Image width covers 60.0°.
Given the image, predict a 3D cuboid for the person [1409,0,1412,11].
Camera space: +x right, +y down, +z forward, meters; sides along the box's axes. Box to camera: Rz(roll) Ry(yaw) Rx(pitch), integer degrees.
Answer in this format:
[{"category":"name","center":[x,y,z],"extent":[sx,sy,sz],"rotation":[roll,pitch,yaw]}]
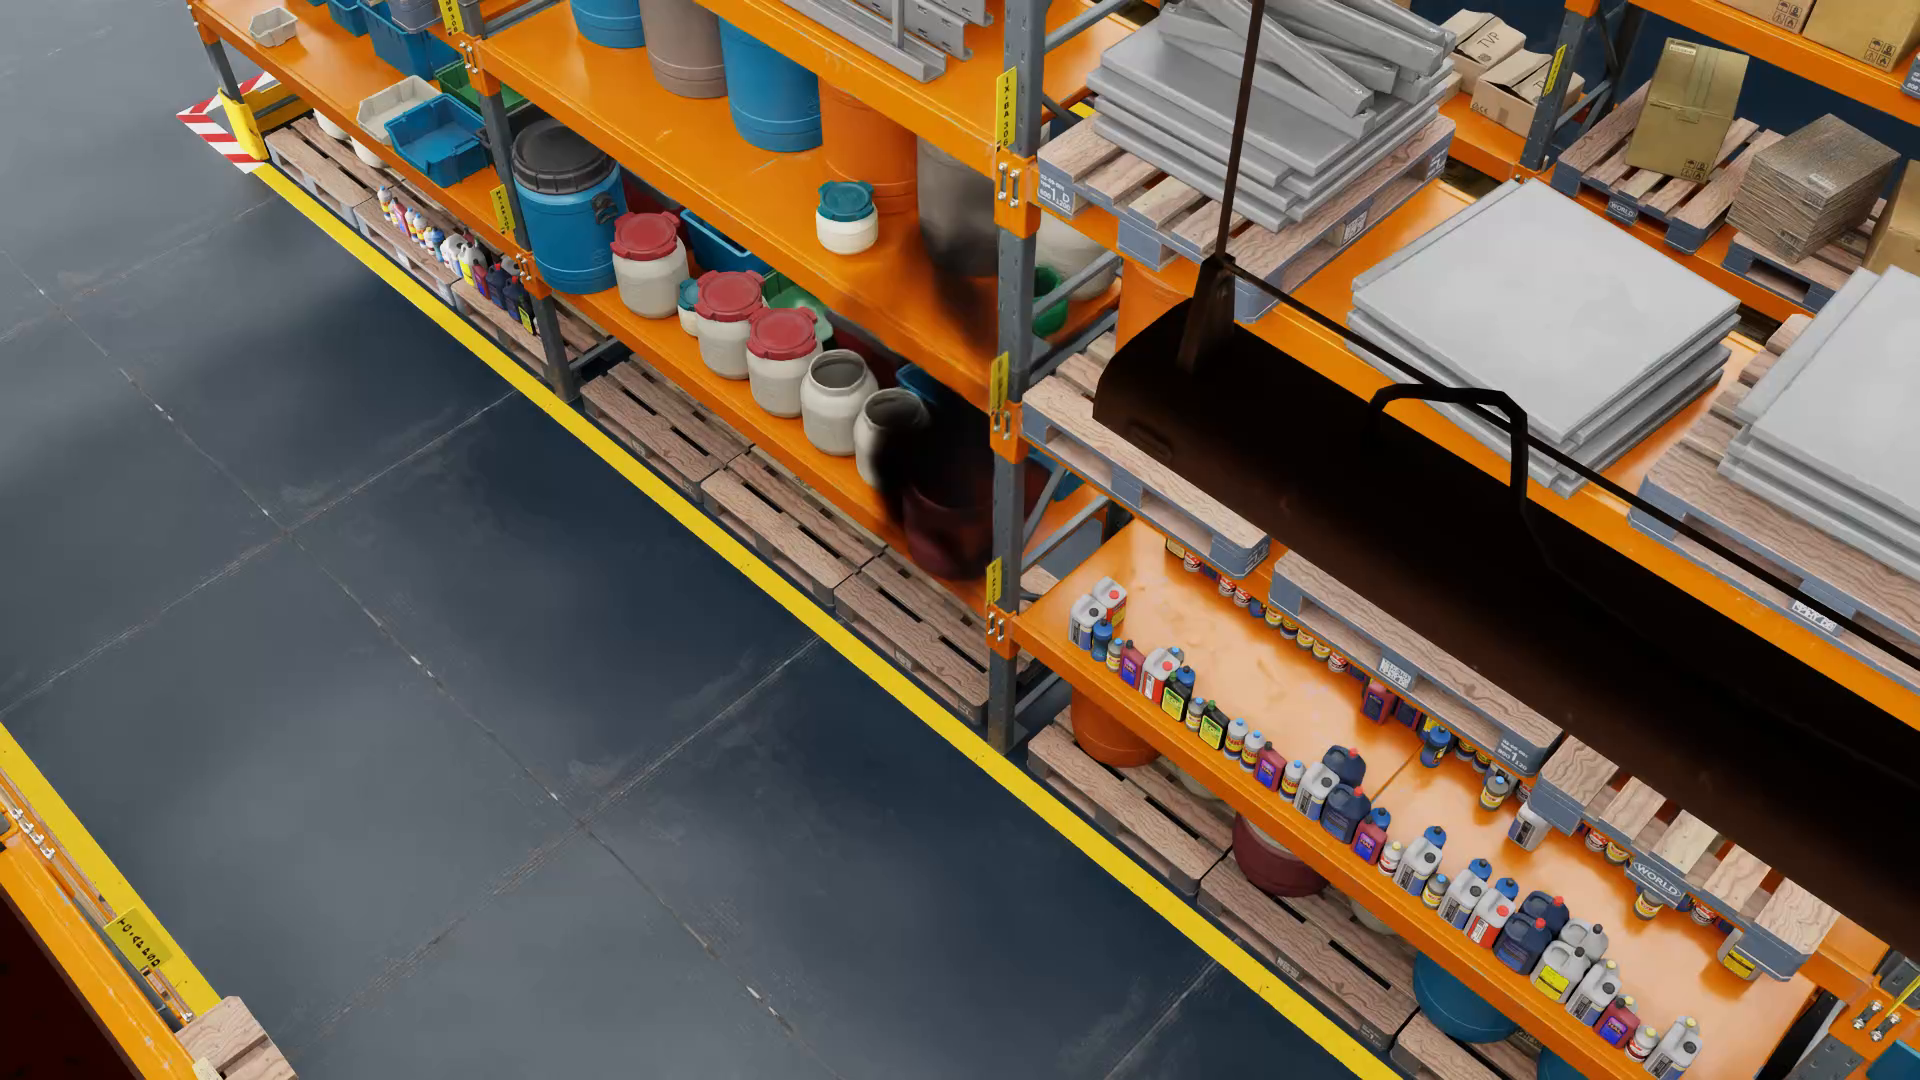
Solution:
[{"category":"person","center":[3.559,-4.479,13.077],"extent":[0.893,1.585,0.537],"rotation":[35,58,26]}]

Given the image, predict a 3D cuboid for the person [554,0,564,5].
[{"category":"person","center":[-2.811,-4.021,12.612],"extent":[0.660,1.817,0.821],"rotation":[-29,56,-22]}]
